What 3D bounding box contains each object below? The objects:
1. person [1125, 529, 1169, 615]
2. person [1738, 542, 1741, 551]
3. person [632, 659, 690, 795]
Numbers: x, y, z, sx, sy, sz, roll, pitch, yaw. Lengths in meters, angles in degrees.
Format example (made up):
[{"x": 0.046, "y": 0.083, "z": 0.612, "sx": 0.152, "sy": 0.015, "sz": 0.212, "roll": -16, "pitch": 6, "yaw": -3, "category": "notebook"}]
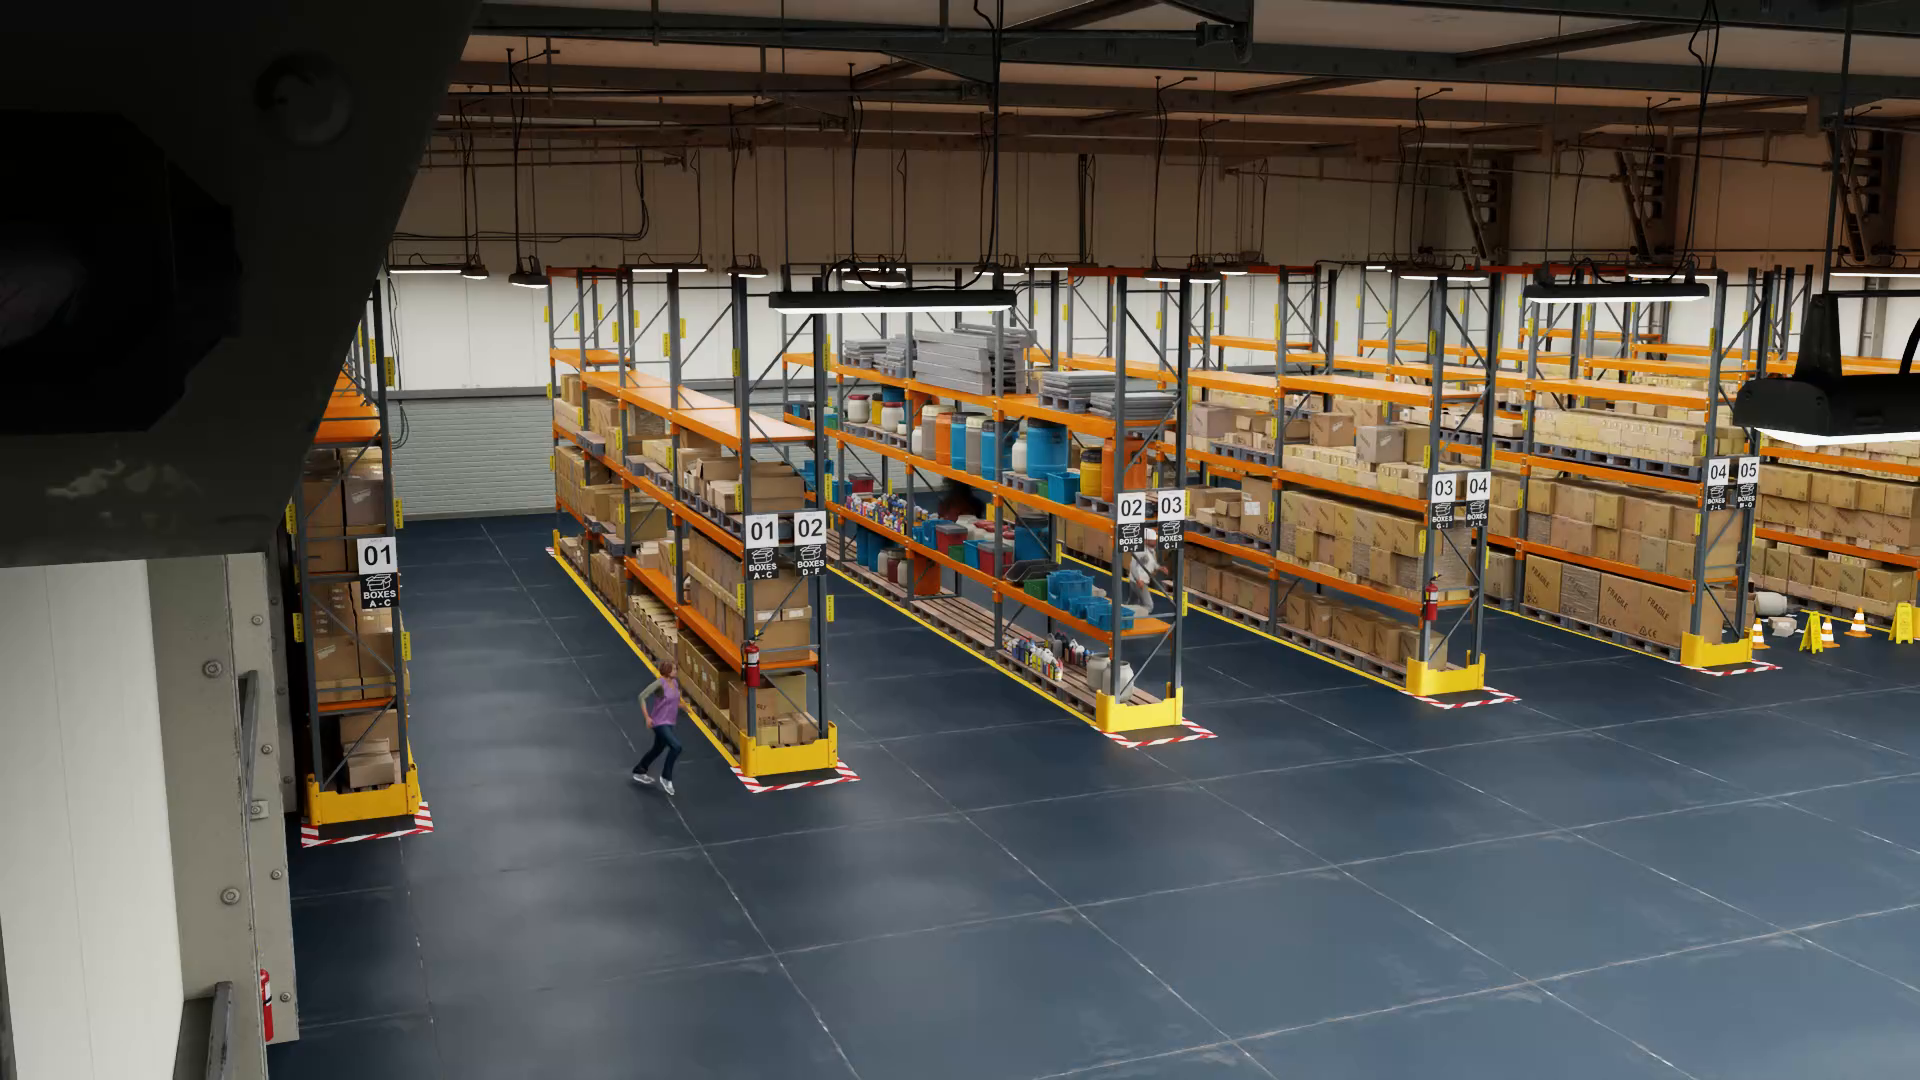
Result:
[{"x": 2.918, "y": 0.652, "z": 26.434, "sx": 0.800, "sy": 1.732, "sz": 0.702, "roll": 3, "pitch": 10, "yaw": 15, "category": "person"}, {"x": 15.937, "y": -0.251, "z": 33.857, "sx": 0.647, "sy": 1.487, "sz": 0.751, "roll": -6, "pitch": 12, "yaw": -33, "category": "person"}, {"x": -3.543, "y": 2.190, "z": 19.624, "sx": 0.769, "sy": 1.594, "sz": 0.486, "roll": 4, "pitch": 11, "yaw": 21, "category": "person"}]
